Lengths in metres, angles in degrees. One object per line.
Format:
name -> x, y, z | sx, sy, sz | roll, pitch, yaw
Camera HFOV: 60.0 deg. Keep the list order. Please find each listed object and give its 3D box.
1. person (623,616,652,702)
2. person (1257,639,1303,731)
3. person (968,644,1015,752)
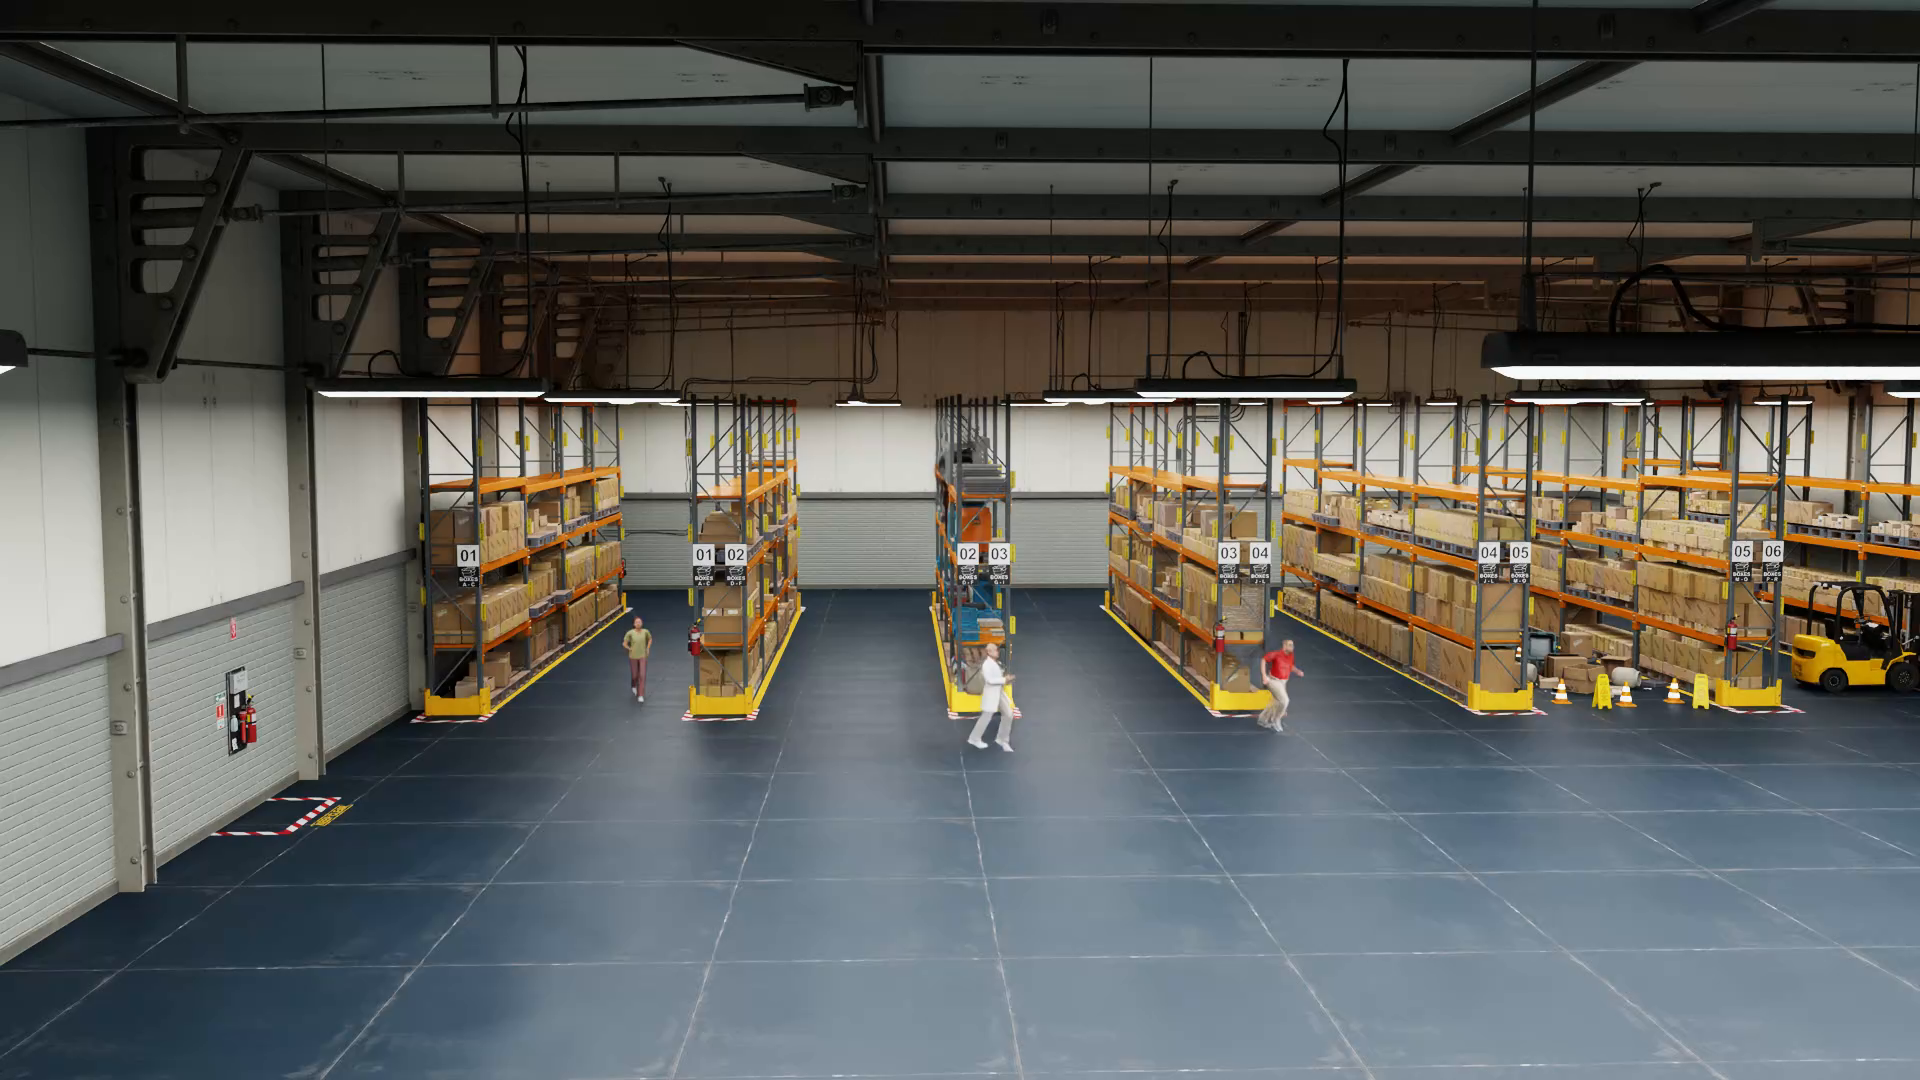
person -> -6.310, 2.311, 32.624 | 0.590, 1.643, 0.880 | -1, 5, -18
person -> 5.709, 2.586, 29.714 | 0.683, 1.687, 0.865 | -4, 6, -44
person -> 0.541, 2.651, 27.809 | 0.842, 1.850, 0.672 | 2, 5, 27
